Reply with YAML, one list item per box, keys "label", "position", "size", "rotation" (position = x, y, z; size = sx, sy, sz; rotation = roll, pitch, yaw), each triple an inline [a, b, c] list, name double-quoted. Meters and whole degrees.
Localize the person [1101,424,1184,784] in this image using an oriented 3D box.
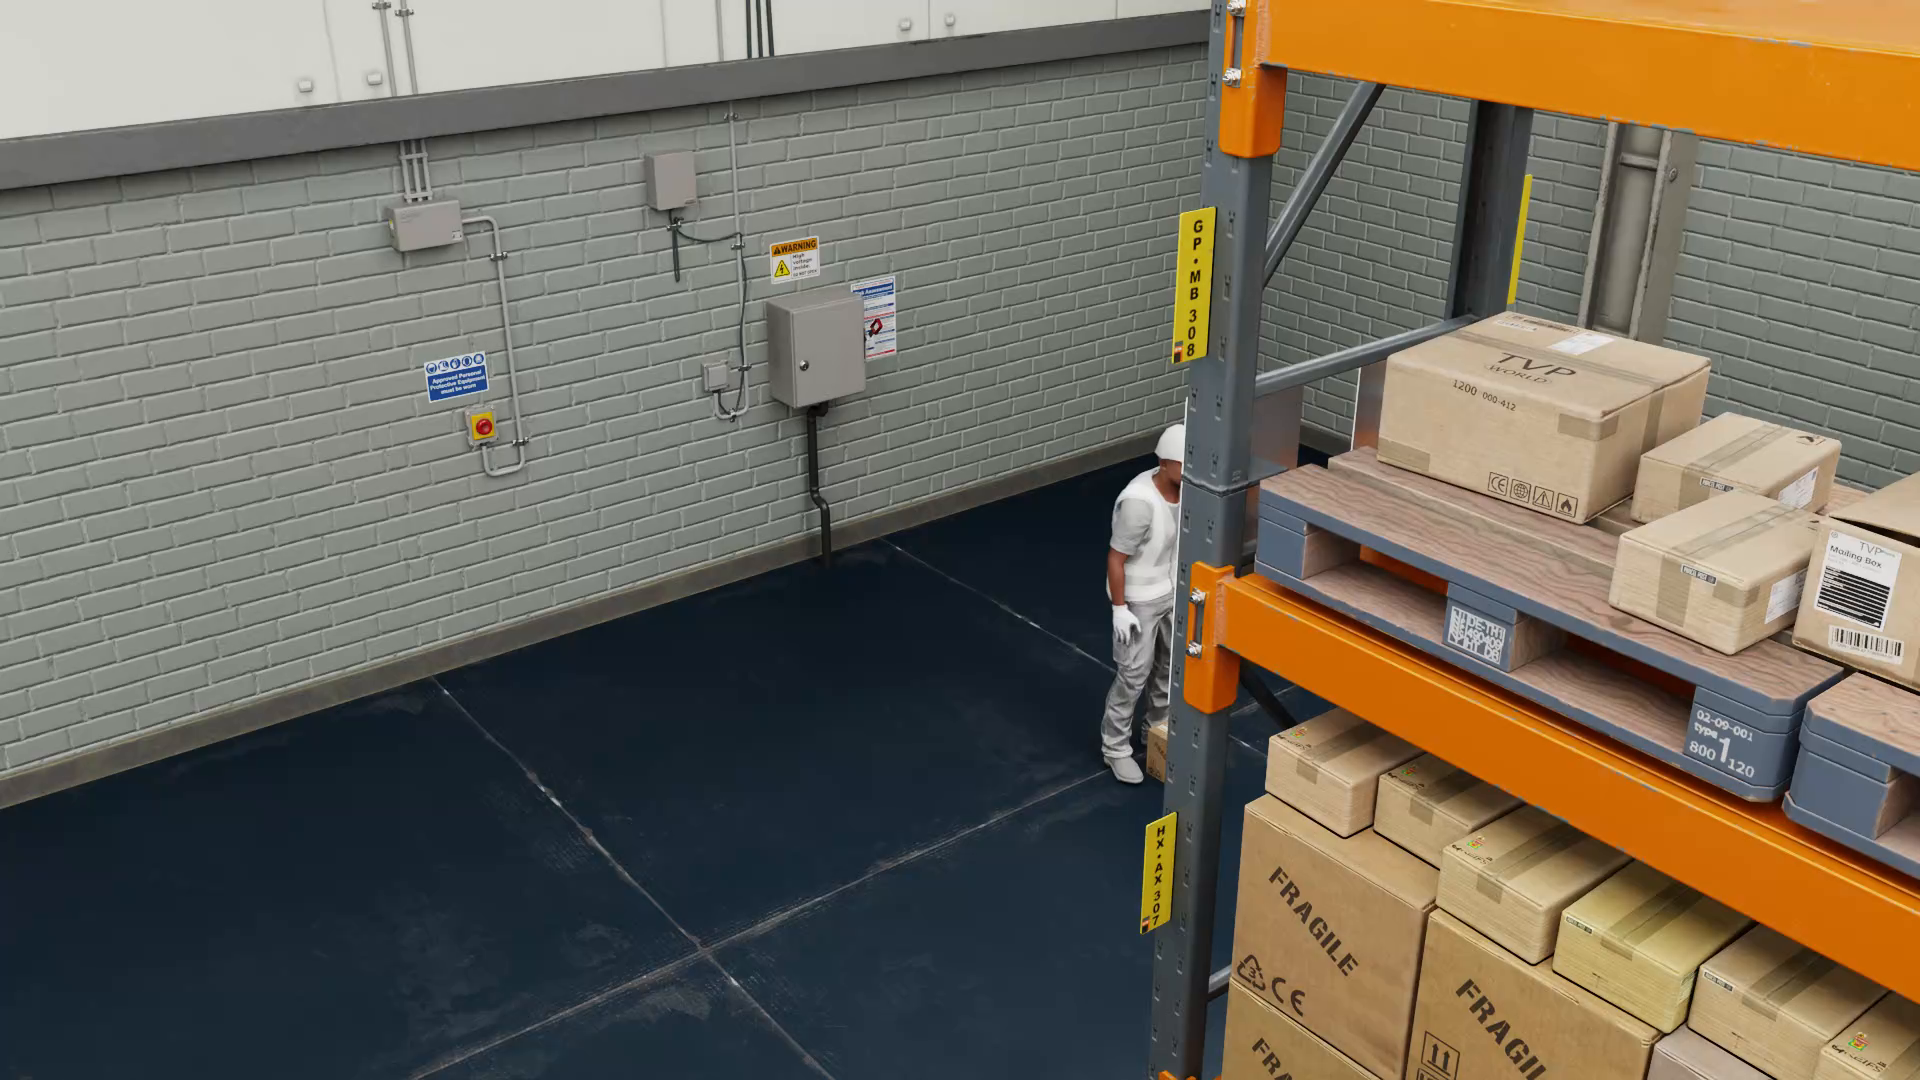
- label: "person"
  position: [0.949, 0.276, 7.988]
  size: [0.625, 1.773, 0.451]
  rotation: [-20, 31, -37]
